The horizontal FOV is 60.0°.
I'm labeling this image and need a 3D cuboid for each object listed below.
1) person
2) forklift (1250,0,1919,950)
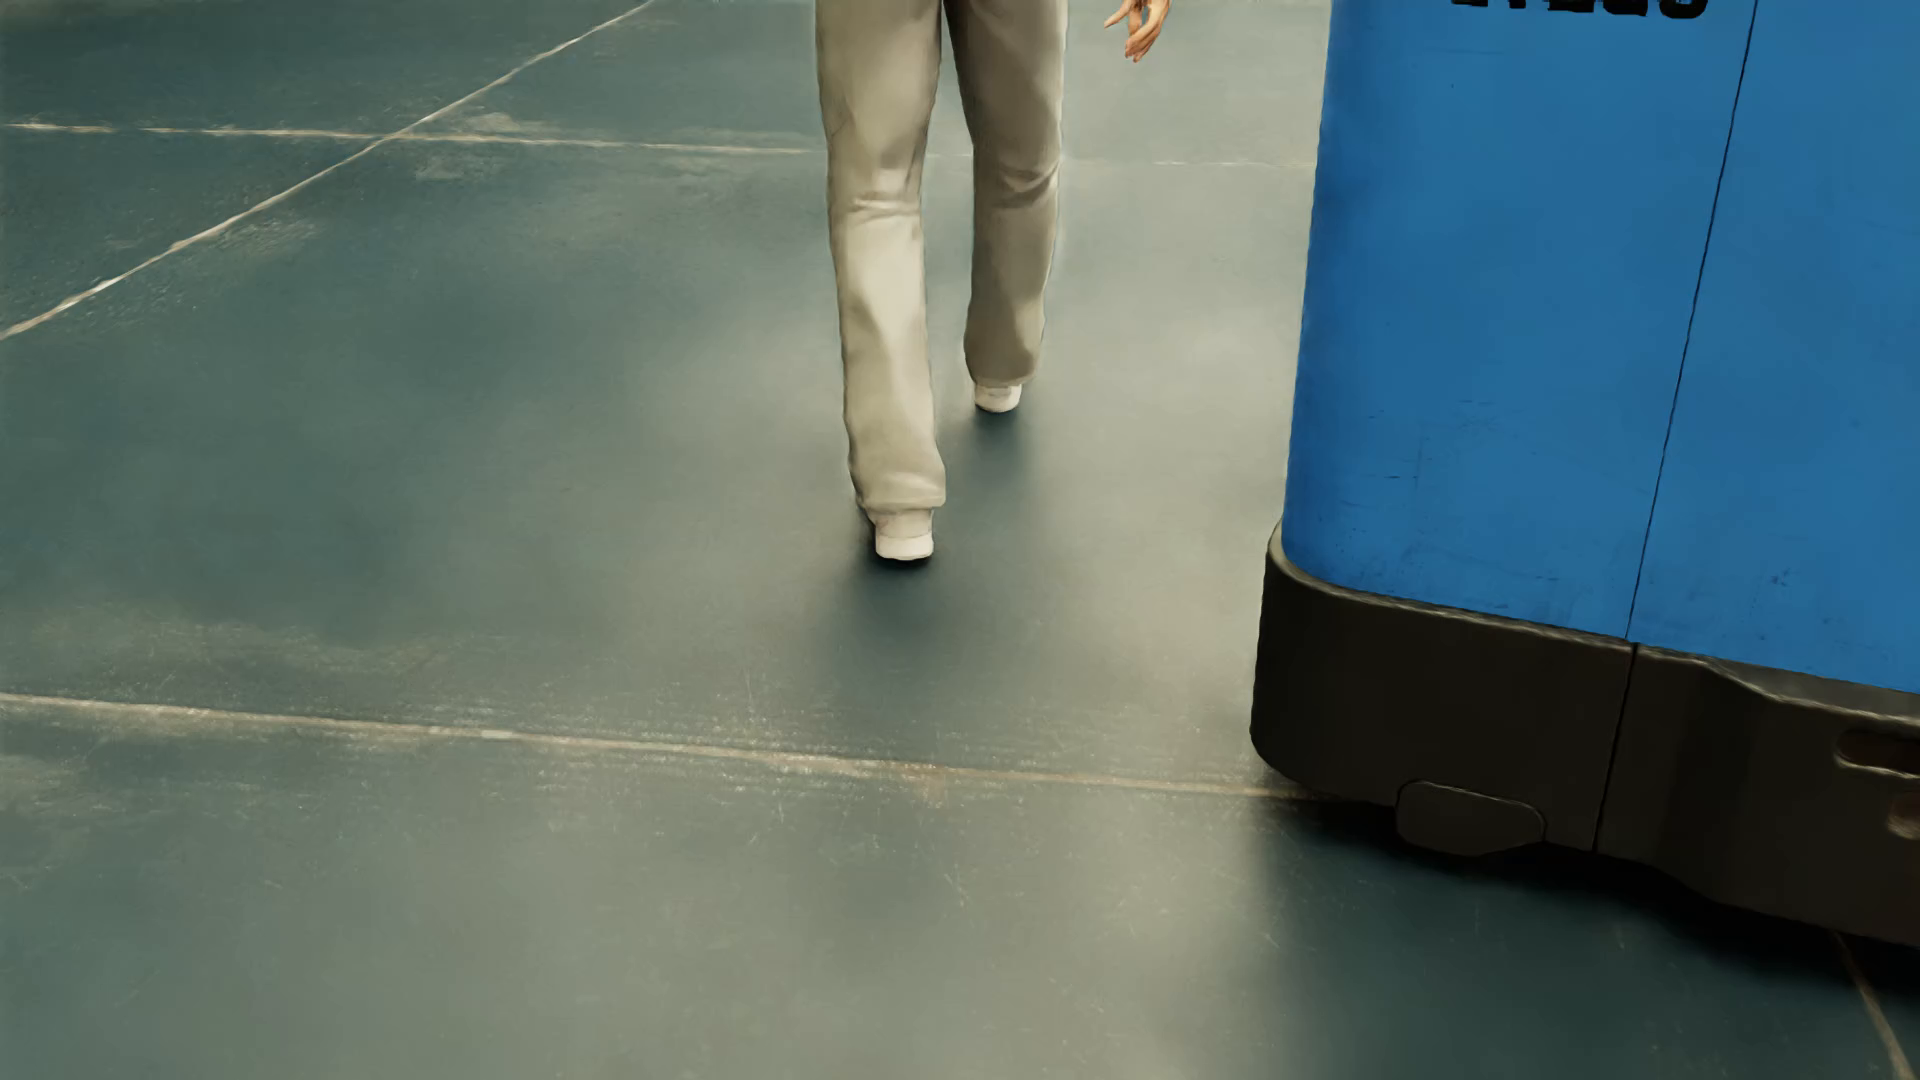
[{"bbox_3d":[-0.001,-0.879,2.445,0.573,1.629,0.871,-2,27,-4],"label":"person"},{"bbox_3d":[1.896,-0.946,1.112,3.031,2.935,1.130,11,28,20],"label":"forklift"}]
